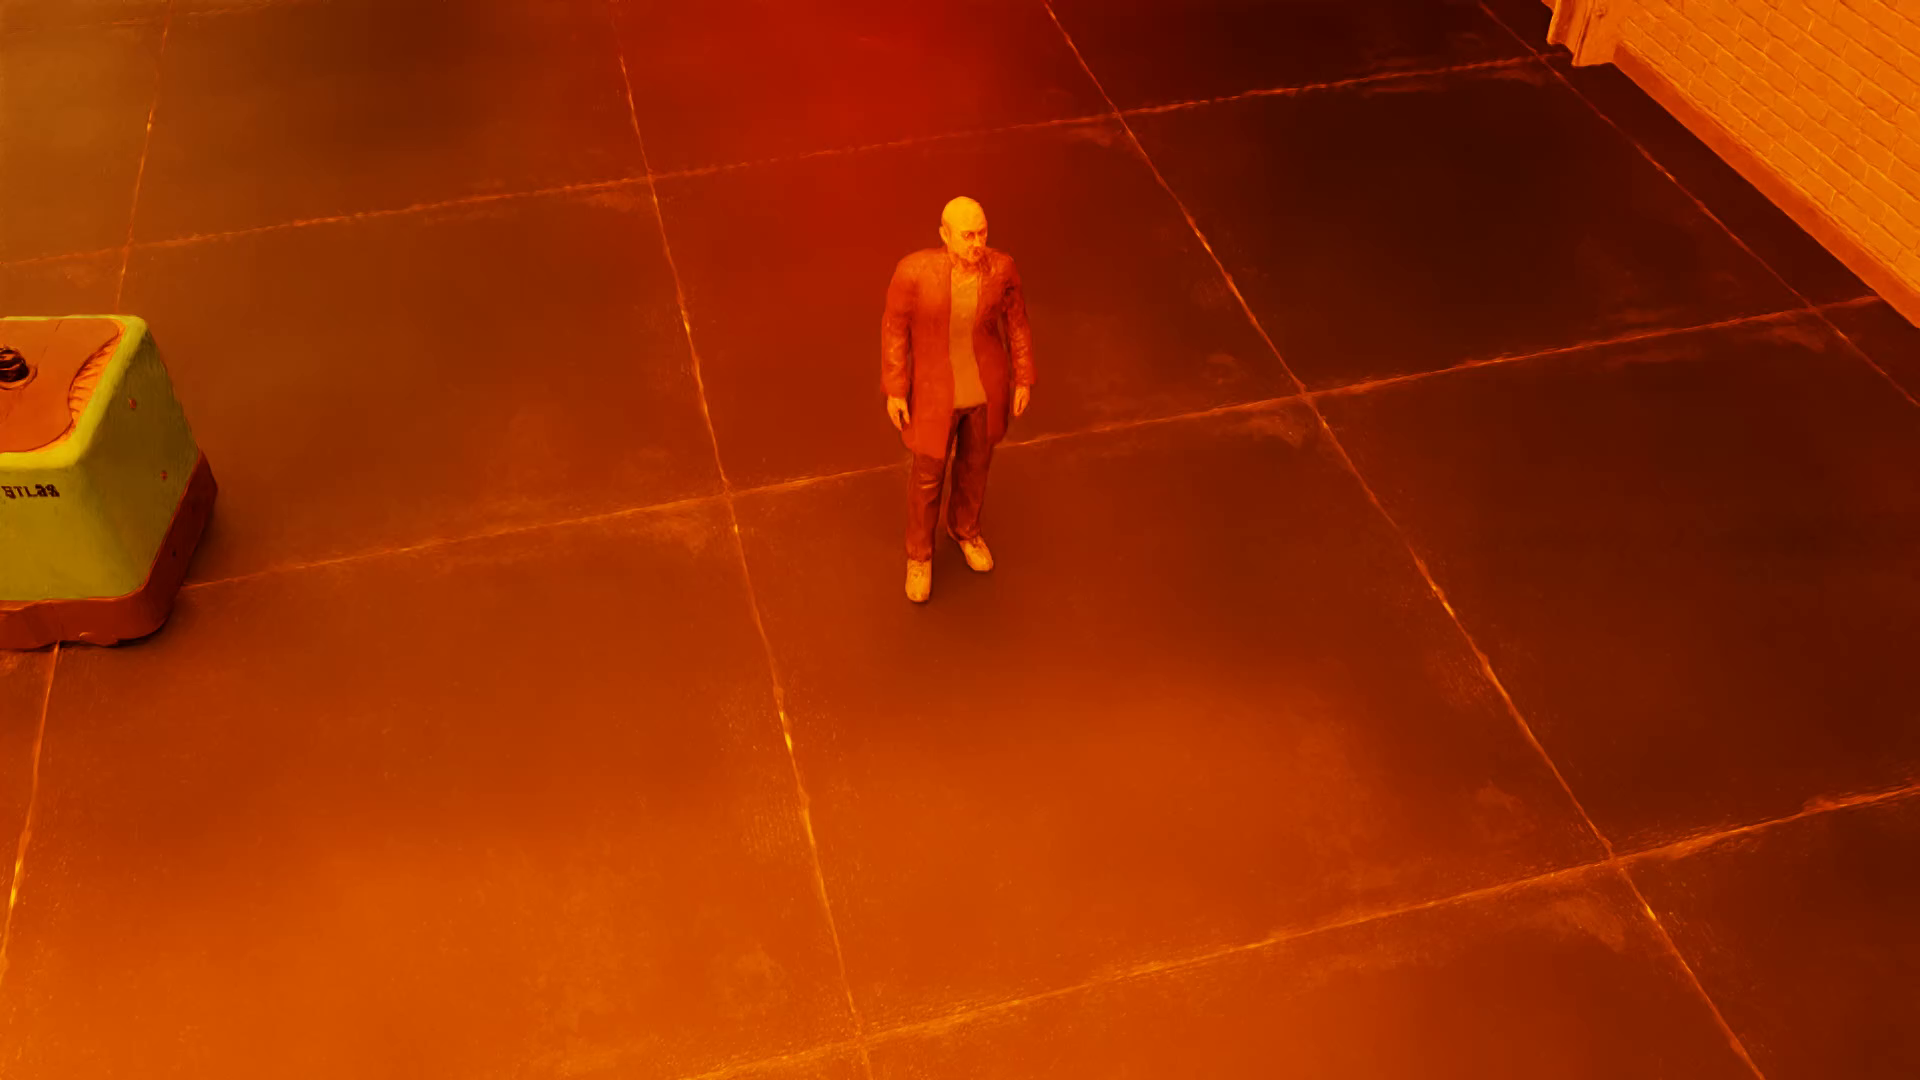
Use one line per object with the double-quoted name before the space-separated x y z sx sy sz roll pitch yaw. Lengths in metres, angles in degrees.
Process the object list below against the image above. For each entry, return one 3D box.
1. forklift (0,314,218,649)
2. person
"forklift" -5.023 -0.896 6.594 3.031 2.935 1.130 -2 43 -2
"person" 0.019 -0.590 7.098 0.694 1.776 0.580 -10 44 -11
